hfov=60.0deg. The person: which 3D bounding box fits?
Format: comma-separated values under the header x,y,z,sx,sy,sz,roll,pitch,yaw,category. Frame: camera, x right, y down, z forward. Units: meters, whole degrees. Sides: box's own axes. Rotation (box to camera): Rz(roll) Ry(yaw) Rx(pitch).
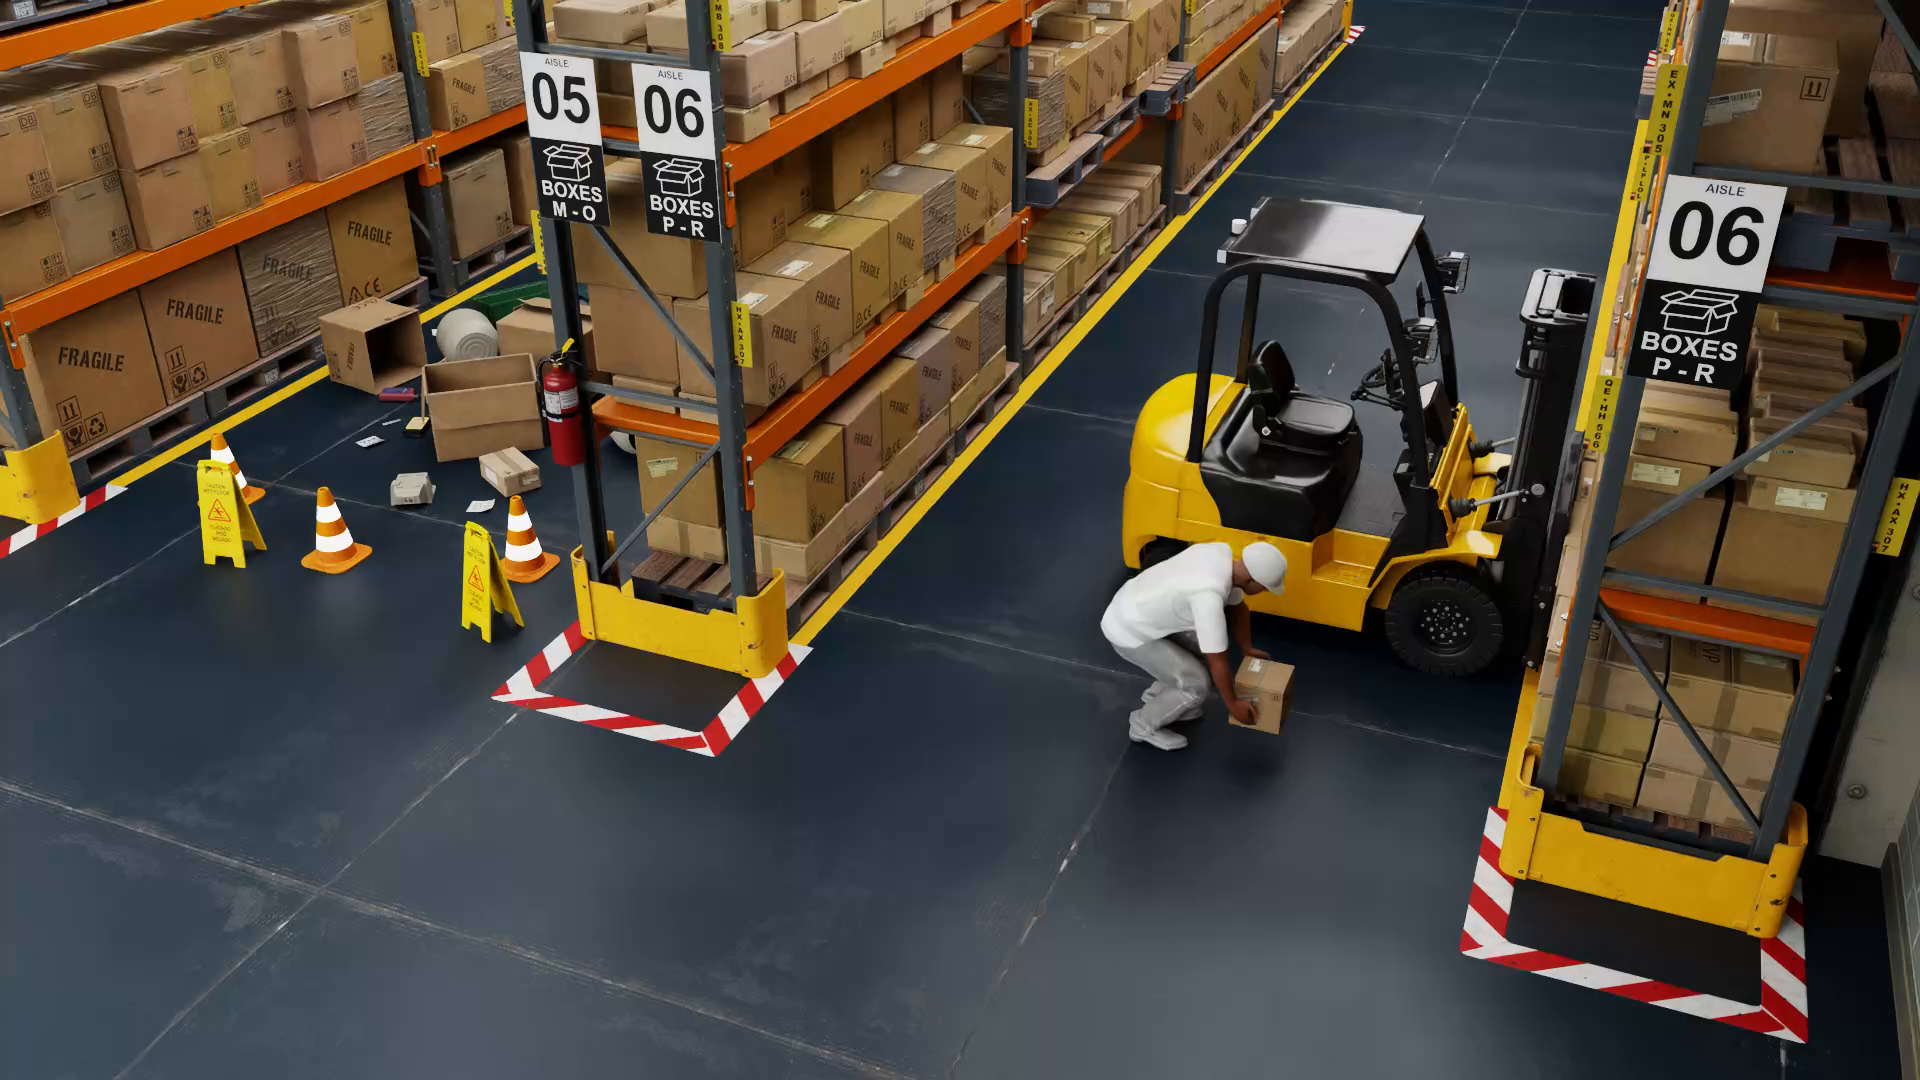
x,y,z,sx,sy,sz,roll,pitch,yaw,category
1.145,0.458,8.212,0.857,1.132,0.607,11,31,19,person
